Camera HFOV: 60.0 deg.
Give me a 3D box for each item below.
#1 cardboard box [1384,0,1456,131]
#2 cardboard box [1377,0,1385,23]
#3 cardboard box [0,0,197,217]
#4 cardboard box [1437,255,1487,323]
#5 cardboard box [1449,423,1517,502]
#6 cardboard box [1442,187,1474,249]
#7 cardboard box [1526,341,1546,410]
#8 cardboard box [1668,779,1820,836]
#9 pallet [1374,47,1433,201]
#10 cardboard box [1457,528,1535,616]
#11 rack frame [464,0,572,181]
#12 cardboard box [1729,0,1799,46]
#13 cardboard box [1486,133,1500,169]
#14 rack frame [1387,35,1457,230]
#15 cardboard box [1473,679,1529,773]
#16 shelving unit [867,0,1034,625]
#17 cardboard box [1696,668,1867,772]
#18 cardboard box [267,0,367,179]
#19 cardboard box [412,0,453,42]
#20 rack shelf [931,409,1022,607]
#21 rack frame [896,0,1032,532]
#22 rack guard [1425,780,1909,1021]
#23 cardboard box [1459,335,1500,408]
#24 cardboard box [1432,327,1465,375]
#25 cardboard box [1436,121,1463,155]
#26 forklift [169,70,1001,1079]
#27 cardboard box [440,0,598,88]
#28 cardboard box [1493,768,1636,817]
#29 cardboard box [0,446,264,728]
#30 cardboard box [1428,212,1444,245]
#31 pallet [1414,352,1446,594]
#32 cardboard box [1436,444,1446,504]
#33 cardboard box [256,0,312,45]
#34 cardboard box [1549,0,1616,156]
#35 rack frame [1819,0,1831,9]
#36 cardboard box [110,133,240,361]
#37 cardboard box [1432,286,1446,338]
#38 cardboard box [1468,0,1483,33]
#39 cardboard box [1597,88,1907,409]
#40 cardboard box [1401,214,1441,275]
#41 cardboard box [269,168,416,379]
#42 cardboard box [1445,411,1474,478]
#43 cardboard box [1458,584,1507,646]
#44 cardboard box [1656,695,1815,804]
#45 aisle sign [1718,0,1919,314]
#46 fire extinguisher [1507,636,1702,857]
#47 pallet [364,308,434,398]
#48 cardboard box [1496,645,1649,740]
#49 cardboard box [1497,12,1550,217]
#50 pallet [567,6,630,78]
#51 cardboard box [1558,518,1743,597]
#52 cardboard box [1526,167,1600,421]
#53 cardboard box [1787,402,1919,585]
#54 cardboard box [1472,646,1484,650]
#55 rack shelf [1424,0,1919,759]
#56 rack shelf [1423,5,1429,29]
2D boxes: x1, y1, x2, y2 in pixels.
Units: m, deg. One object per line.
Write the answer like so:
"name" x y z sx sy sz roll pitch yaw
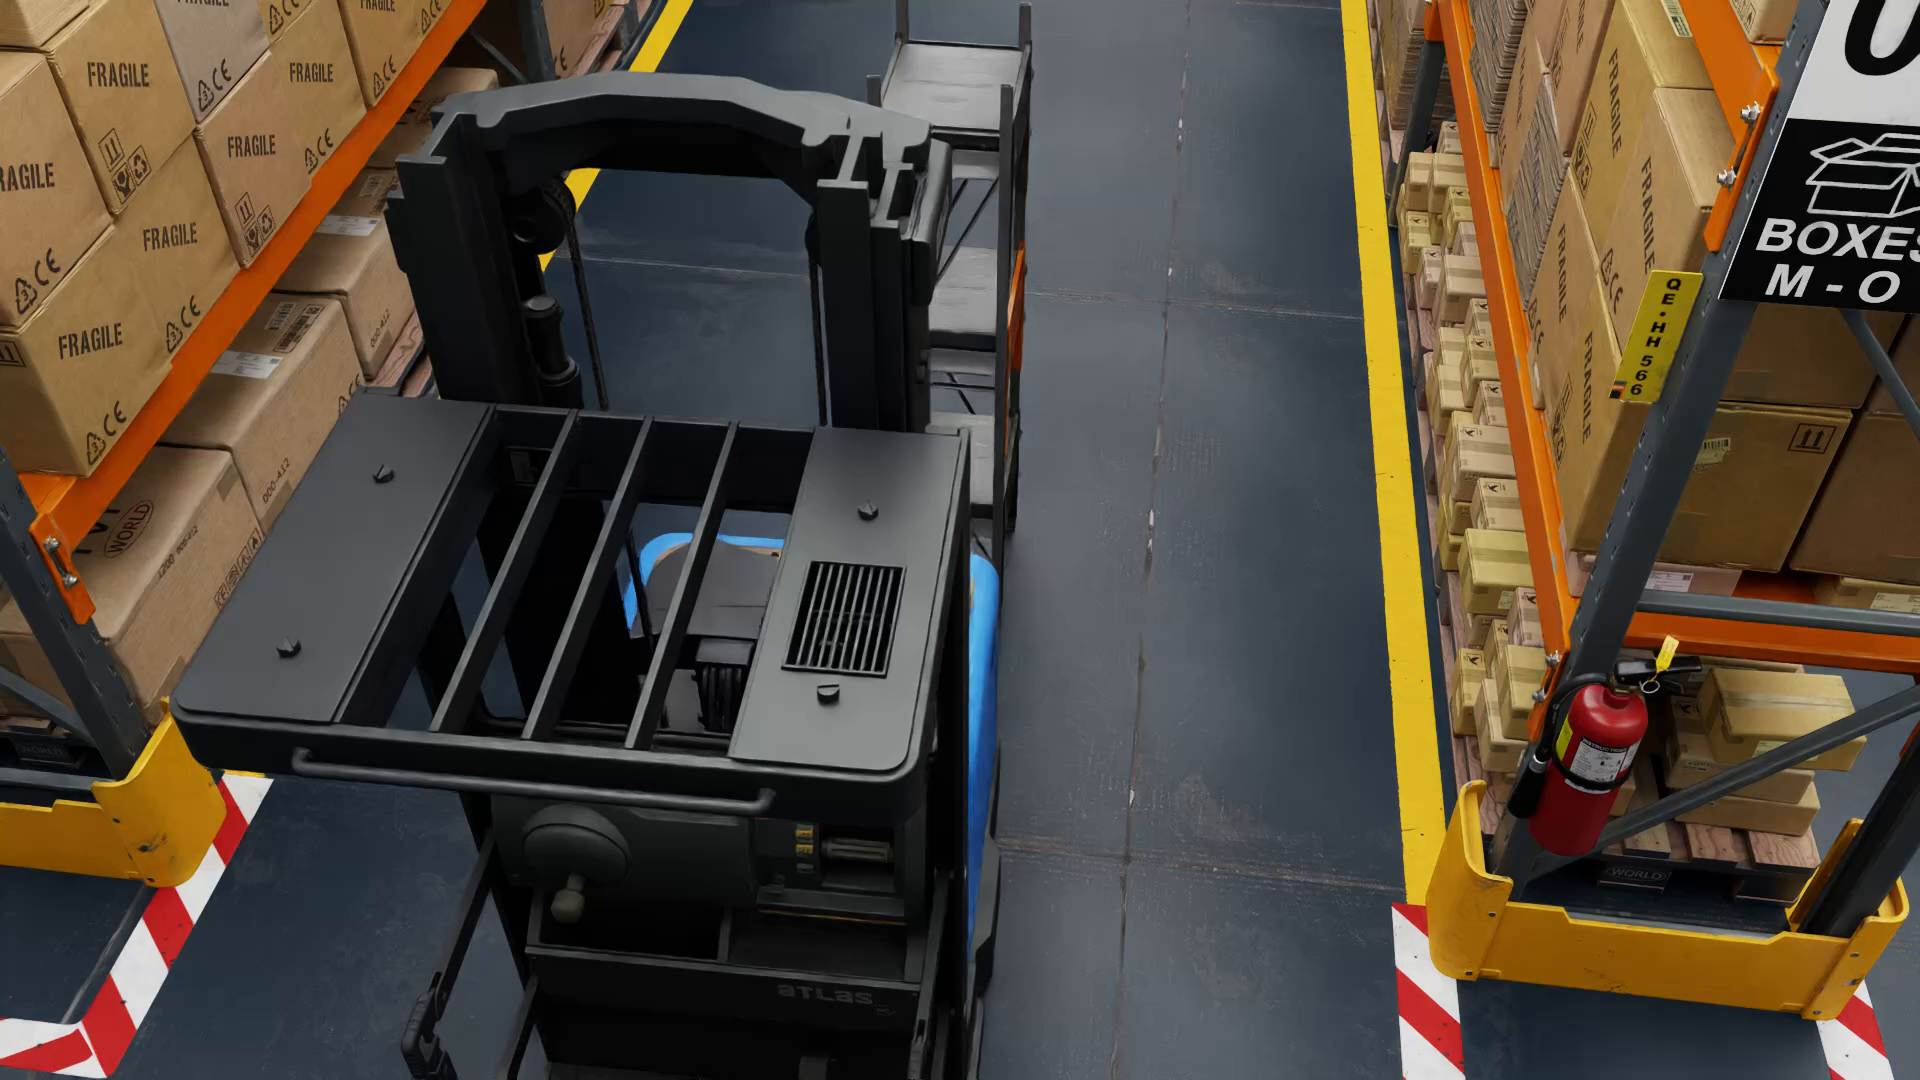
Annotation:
"cardboard box" 2.360 -2.316 8.027 0.500 0.500 0.500 4 44 5
"cardboard box" 2.500 -3.015 8.765 0.500 0.500 0.500 4 44 5
"cardboard box" -2.530 -1.252 4.591 0.500 0.500 0.500 4 44 4
"cardboard box" 2.055 -0.956 6.414 0.380 0.149 0.250 6 44 6
"cardboard box" 1.878 -0.248 5.665 0.380 0.149 0.250 7 44 7
"cardboard box" 2.181 -1.302 6.779 0.380 0.149 0.250 5 44 5
"cardboard box" 1.845 -0.489 4.767 0.380 0.149 0.250 6 44 7
"cardboard box" 2.370 0.737 5.058 0.380 0.149 0.250 6 44 6
"pallet" 2.613 -2.062 8.274 1.003 0.211 1.213 5 44 6
"cardboard box" 1.800 0.111 5.286 0.380 0.149 0.250 4 44 5
"rack frame" -2.408 -2.925 7.157 1.000 3.000 0.127 5 44 6
"cardboard box" 1.781 -1.187 3.249 0.500 0.250 0.500 4 44 5
"cardboard box" 2.024 -1.387 5.716 0.380 0.149 0.250 7 44 7
"rack frame" 2.512 -2.544 6.755 1.000 3.000 0.127 5 44 6
"cardboard box" 1.770 0.571 5.017 0.380 0.149 0.250 4 44 4
"shelving unit" -0.022 -0.650 5.409 0.431 2.100 0.503 5 44 6
"cardboard box" 2.389 0.523 4.852 0.380 0.149 0.250 3 44 4
"cardboard box" -2.415 -1.571 5.655 0.500 0.500 0.500 7 44 7
"cardboard box" -2.279 -2.271 6.394 0.500 0.500 0.500 4 44 4
"rack shelf" -0.022 -0.131 5.900 0.431 0.518 0.480 5 44 6
"rack frame" 0.010 -0.816 5.585 0.400 2.100 0.015 5 44 6
"rack guard" 1.993 1.038 4.790 1.175 0.500 0.348 5 44 6
"cardboard box" 2.029 -0.598 6.036 0.380 0.149 0.250 5 44 6
"cardboard box" 2.011 -0.666 6.323 0.380 0.149 0.250 5 44 5
"cardboard box" 2.261 -1.661 7.158 0.380 0.149 0.250 7 44 7
"forklift" -0.552 0.723 3.354 1.130 2.935 3.031 4 44 5
"cardboard box" -2.406 -2.736 8.197 0.875 0.875 0.875 6 44 7
"cardboard box" 1.846 0.687 5.111 0.380 0.149 0.250 6 44 6
"cardboard box" -2.949 0.120 5.500 0.875 0.438 0.875 4 44 4
"cardboard box" 2.202 -1.371 7.068 0.380 0.149 0.250 6 44 6
"pallet" 2.299 -0.237 6.346 1.003 0.211 1.213 5 44 6
"cardboard box" 1.947 -0.203 6.051 0.380 0.149 0.250 6 44 6
"cardboard box" -2.404 -1.944 5.321 0.500 0.500 0.500 5 44 6
"cardboard box" 1.924 -1.360 4.489 0.500 0.500 0.500 7 44 8
"rack frame" 1.983 -1.996 1.813 1.000 3.000 0.127 5 44 6
"cardboard box" -2.550 -0.883 4.929 0.500 0.500 0.500 5 44 5
"cardboard box" 2.145 -0.909 6.797 0.380 0.149 0.250 4 44 5
"cardboard box" 2.138 -2.036 5.929 0.500 0.500 0.500 5 44 5
"cardboard box" 1.797 -0.660 3.749 0.500 0.500 0.500 4 44 5
"cardboard box" 2.110 -1.261 7.168 0.380 0.149 0.250 6 44 7
"cardboard box" -2.715 -1.119 6.808 0.875 0.438 0.875 4 44 4
"cardboard box" 1.945 -0.310 5.948 0.380 0.149 0.250 7 44 8
"cardboard box" 1.837 0.217 5.391 0.380 0.149 0.250 4 44 4
"cardboard box" 2.307 0.623 4.962 0.380 0.149 0.250 7 44 7
"aisle sign" 1.676 -0.739 2.958 0.394 0.787 0.004 5 44 6
"fire extinguisher" 1.492 0.475 3.894 0.296 0.674 0.183 5 44 6
"pallet" -2.745 -0.567 6.696 1.003 0.211 1.213 5 44 6
"cardboard box" 1.802 0.465 4.913 0.380 0.149 0.250 6 44 6
"cardboard box" 1.994 -1.328 5.181 0.500 0.500 0.500 7 44 8
"pallet" -2.381 -2.445 8.679 1.003 0.211 1.213 5 44 6
"cardboard box" 1.746 0.026 4.224 0.380 0.149 0.250 5 44 6
"cardboard box" 1.860 -0.642 4.458 0.500 0.500 0.500 5 44 5
"cardboard box" 2.316 -0.243 4.036 0.500 0.500 0.500 7 44 7
"cardboard box" 1.900 0.331 5.487 0.380 0.149 0.250 5 44 5
"rack shelf" 2.247 -0.920 5.563 1.077 0.370 4.000 5 44 6
"rack shelf" 2.776 -3.646 8.442 1.077 0.370 4.000 5 44 6
